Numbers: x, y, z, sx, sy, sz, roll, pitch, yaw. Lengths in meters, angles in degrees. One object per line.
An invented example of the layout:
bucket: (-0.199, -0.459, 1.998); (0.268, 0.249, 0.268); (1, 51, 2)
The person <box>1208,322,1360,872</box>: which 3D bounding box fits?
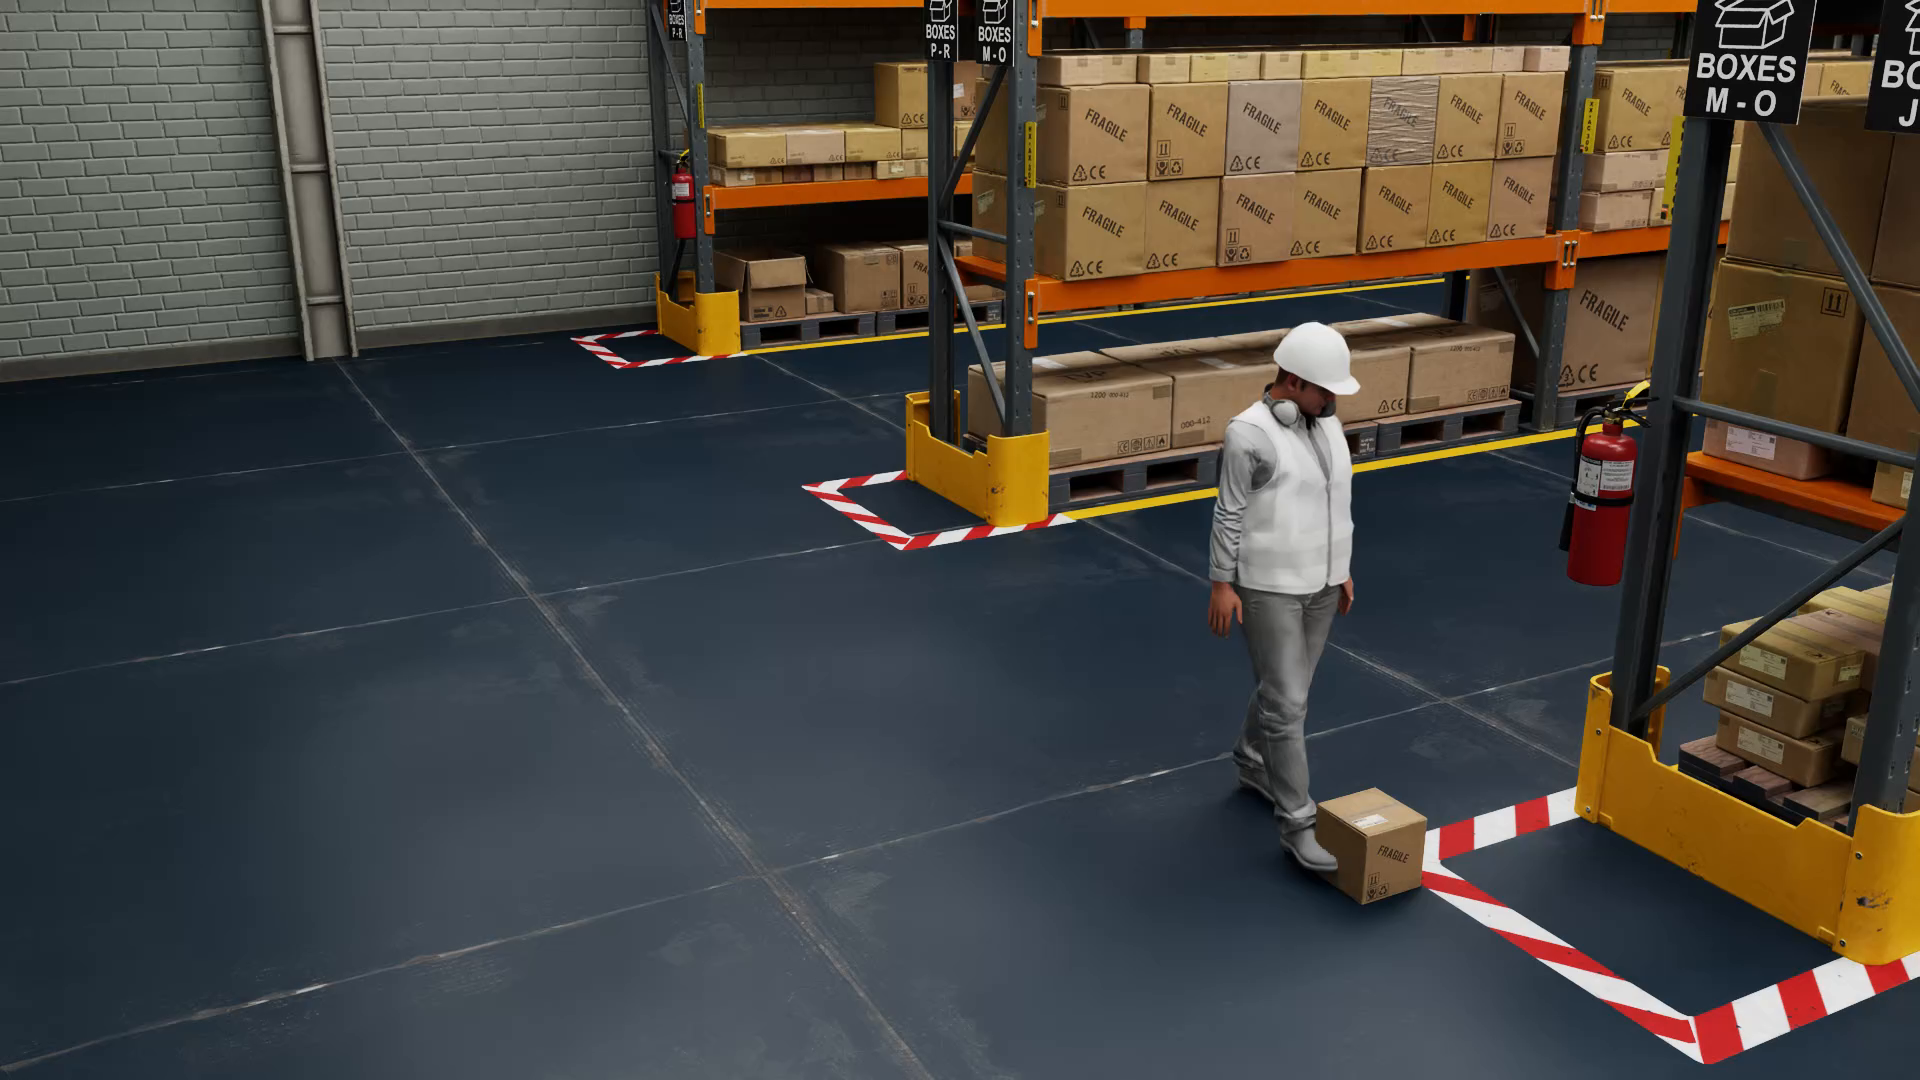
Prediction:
person: (1.168, 0.154, 5.517); (0.573, 1.747, 0.732); (-13, 22, -34)
